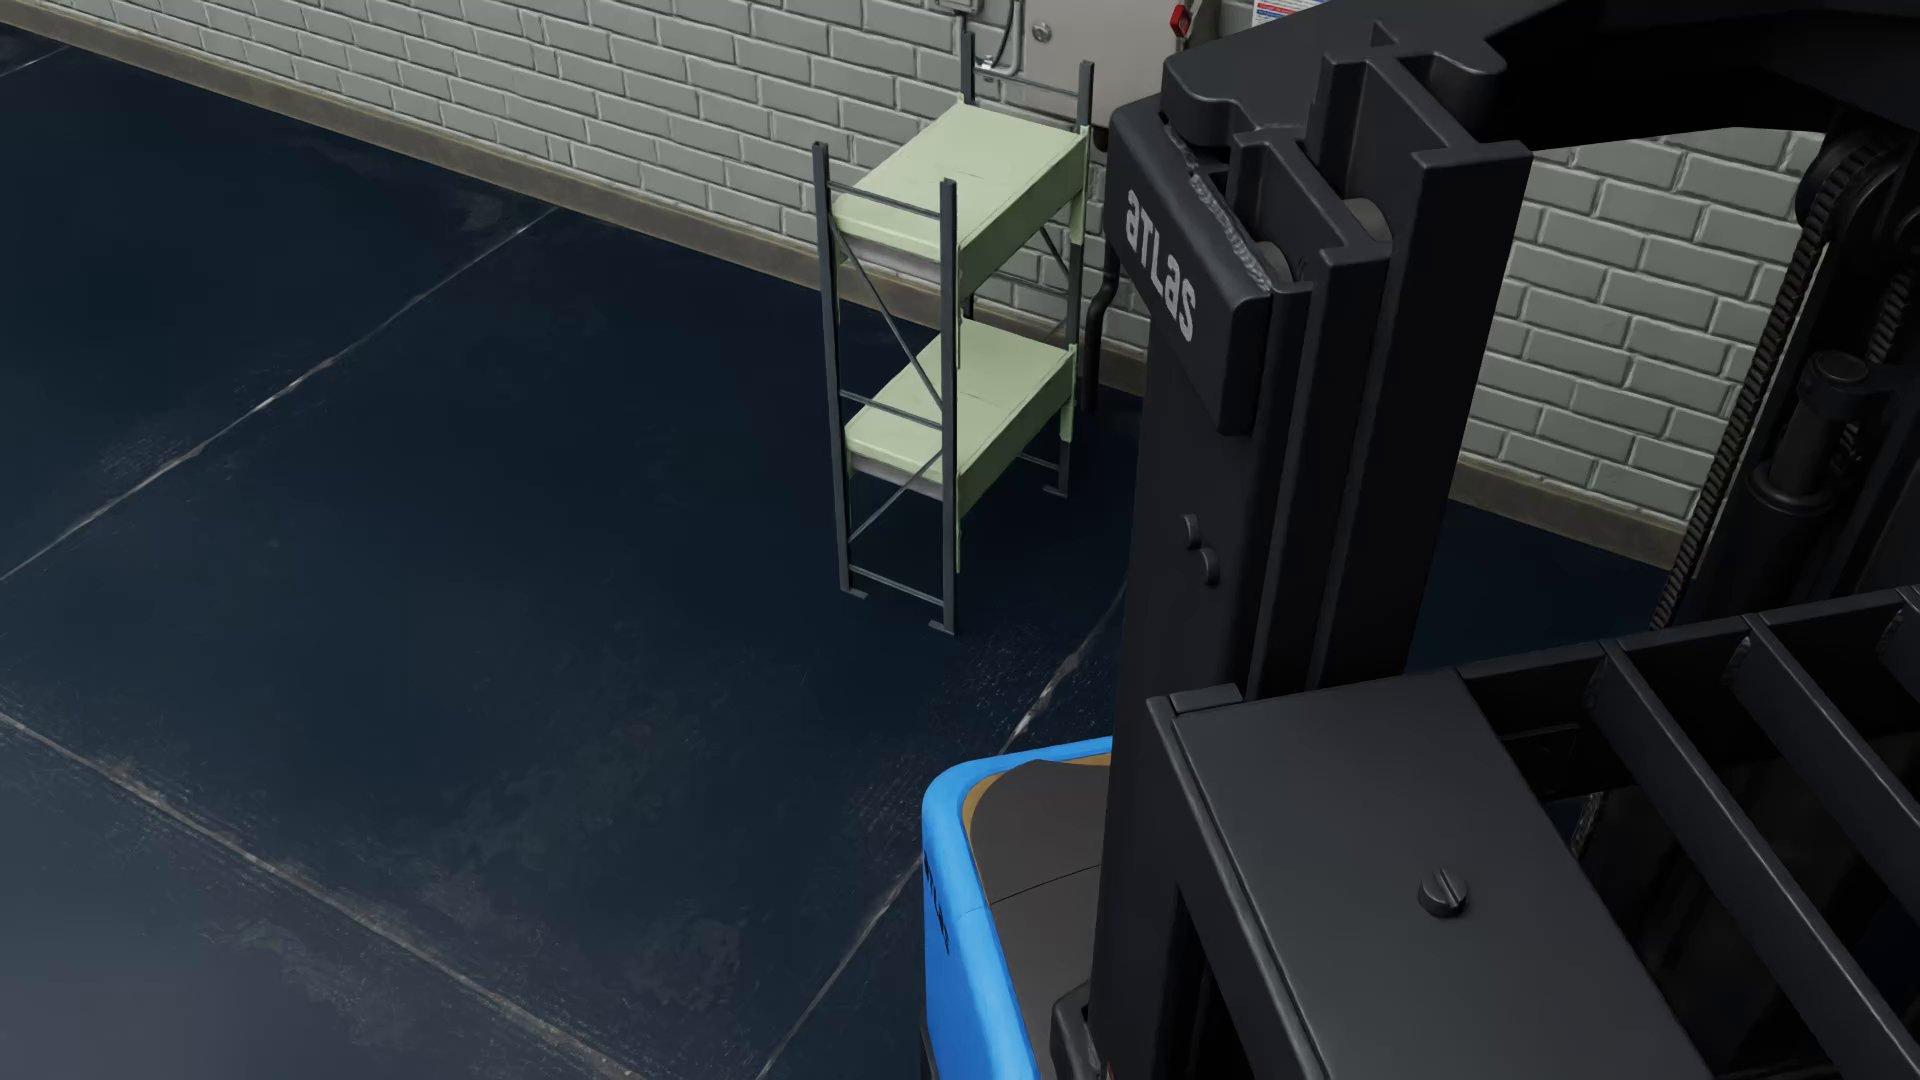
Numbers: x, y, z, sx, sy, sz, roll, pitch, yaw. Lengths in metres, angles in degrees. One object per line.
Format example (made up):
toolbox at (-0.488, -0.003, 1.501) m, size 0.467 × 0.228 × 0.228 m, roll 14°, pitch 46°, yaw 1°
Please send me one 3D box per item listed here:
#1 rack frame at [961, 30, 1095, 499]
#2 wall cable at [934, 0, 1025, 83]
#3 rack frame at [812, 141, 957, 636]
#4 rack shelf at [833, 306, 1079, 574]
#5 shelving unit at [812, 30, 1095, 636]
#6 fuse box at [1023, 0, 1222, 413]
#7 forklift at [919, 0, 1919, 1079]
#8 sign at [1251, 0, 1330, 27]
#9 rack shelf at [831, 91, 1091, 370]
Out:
rack frame at (0.180, -0.768, 4.988) m, size 0.400 × 1.500 × 0.023 m, roll 21°, pitch 45°, yaw 22°
wall cable at (-0.056, -2.254, 4.771) m, size 0.588 × 1.984 × 0.122 m, roll 21°, pitch 45°, yaw 22°
rack frame at (-0.186, -0.350, 4.512) m, size 0.400 × 1.500 × 0.023 m, roll 21°, pitch 45°, yaw 22°
rack shelf at (-0.003, -0.314, 4.965) m, size 0.431 × 0.370 × 0.720 m, roll 21°, pitch 45°, yaw 22°
shelving unit at (-0.003, -0.559, 4.750) m, size 0.431 × 1.500 × 0.755 m, roll 21°, pitch 45°, yaw 22°
fuse box at (0.456, -1.073, 5.174) m, size 0.539 × 1.711 × 0.414 m, roll 21°, pitch 45°, yaw 22°
forklift at (0.746, 1.013, 1.882) m, size 1.130 × 2.935 × 3.031 m, roll -9°, pitch 42°, yaw -10°
sign at (0.987, -1.476, 4.729) m, size 0.329 × 0.494 × 0.001 m, roll 21°, pitch 45°, yaw 22°
rack shelf at (-0.003, -0.852, 4.492) m, size 0.431 × 0.370 × 0.720 m, roll 21°, pitch 45°, yaw 22°
